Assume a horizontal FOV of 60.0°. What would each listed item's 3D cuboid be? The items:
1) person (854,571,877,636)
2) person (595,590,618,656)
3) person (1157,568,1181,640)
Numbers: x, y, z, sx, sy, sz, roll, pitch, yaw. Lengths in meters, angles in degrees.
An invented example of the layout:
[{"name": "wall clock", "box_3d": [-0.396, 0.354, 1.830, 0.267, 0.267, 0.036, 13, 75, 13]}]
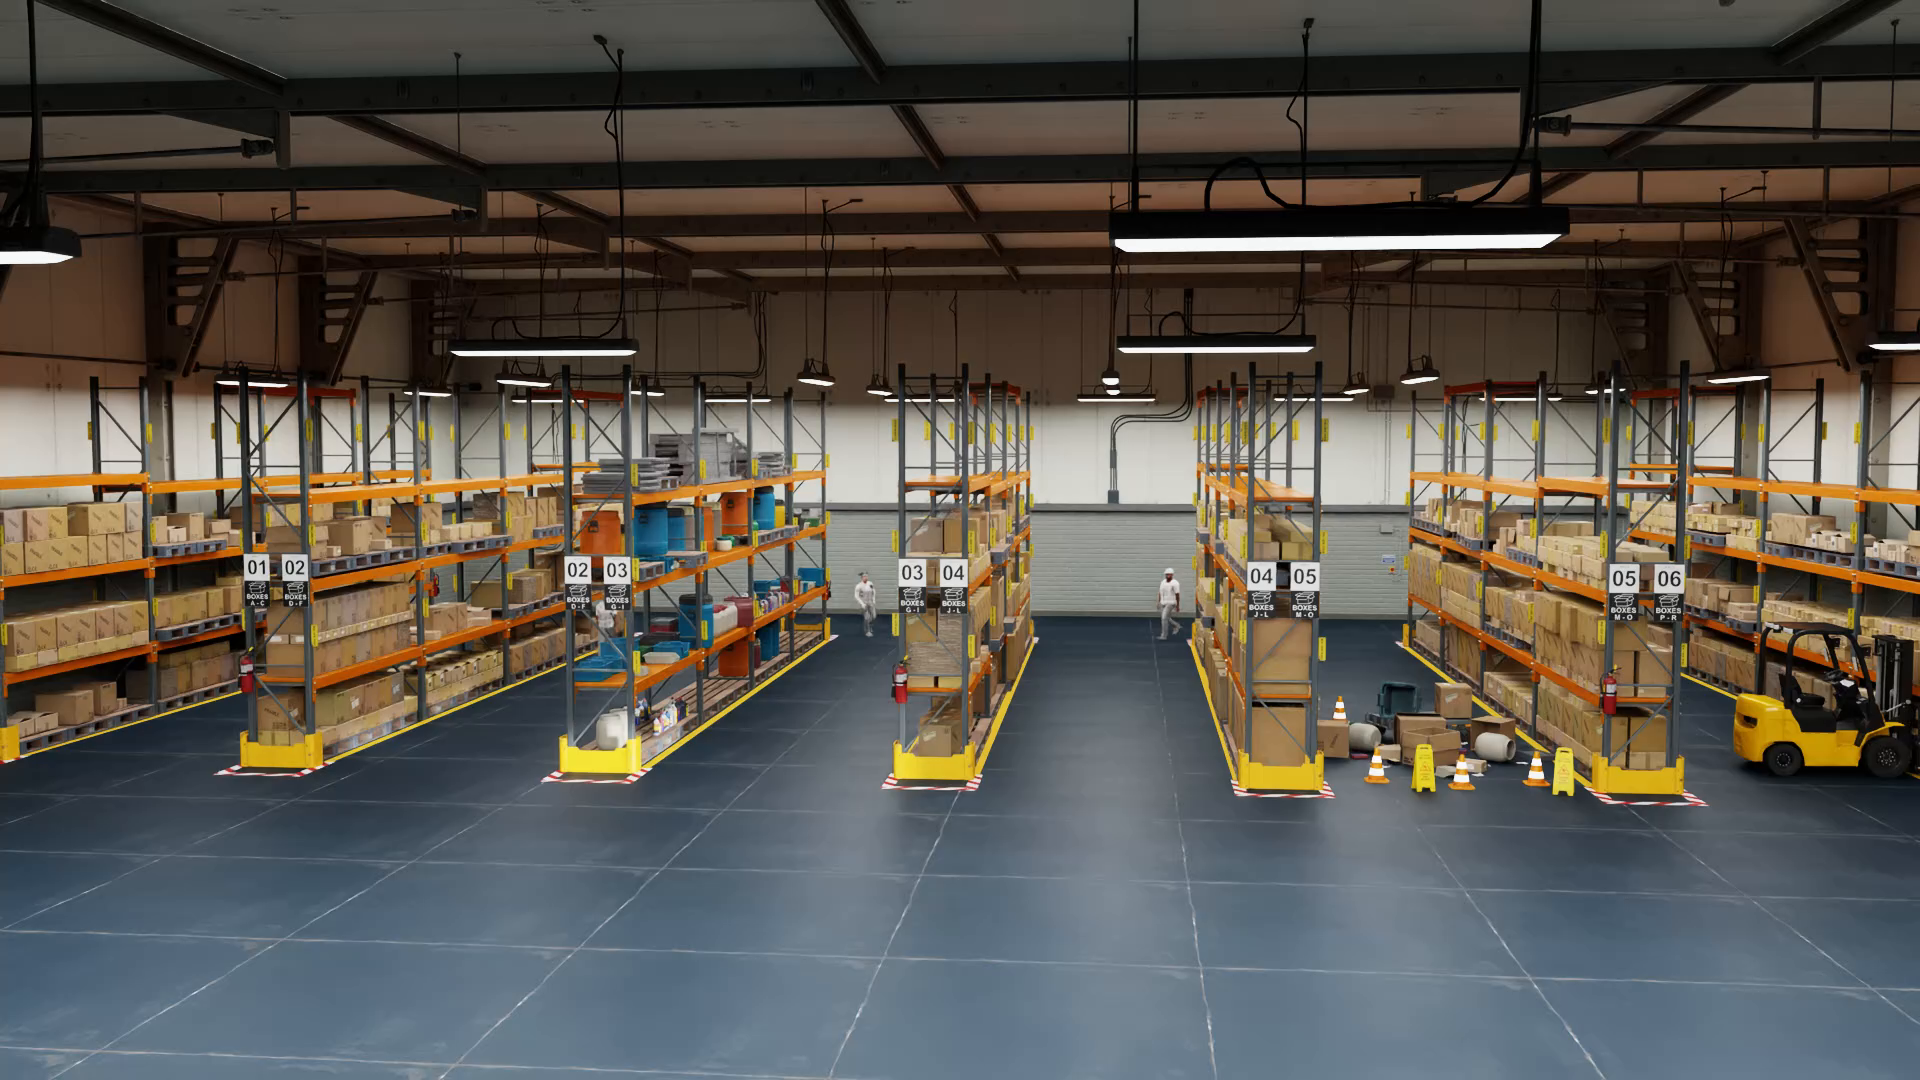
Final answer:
[{"name": "person", "box_3d": [-2.315, 1.569, 40.930, 0.620, 1.624, 0.478, -2, 4, -34]}, {"name": "person", "box_3d": [-7.591, 1.875, 35.744, 0.540, 1.628, 1.033, 0, 4, 3]}, {"name": "person", "box_3d": [5.074, 1.539, 40.293, 0.865, 1.738, 0.560, -2, 4, -32]}]
